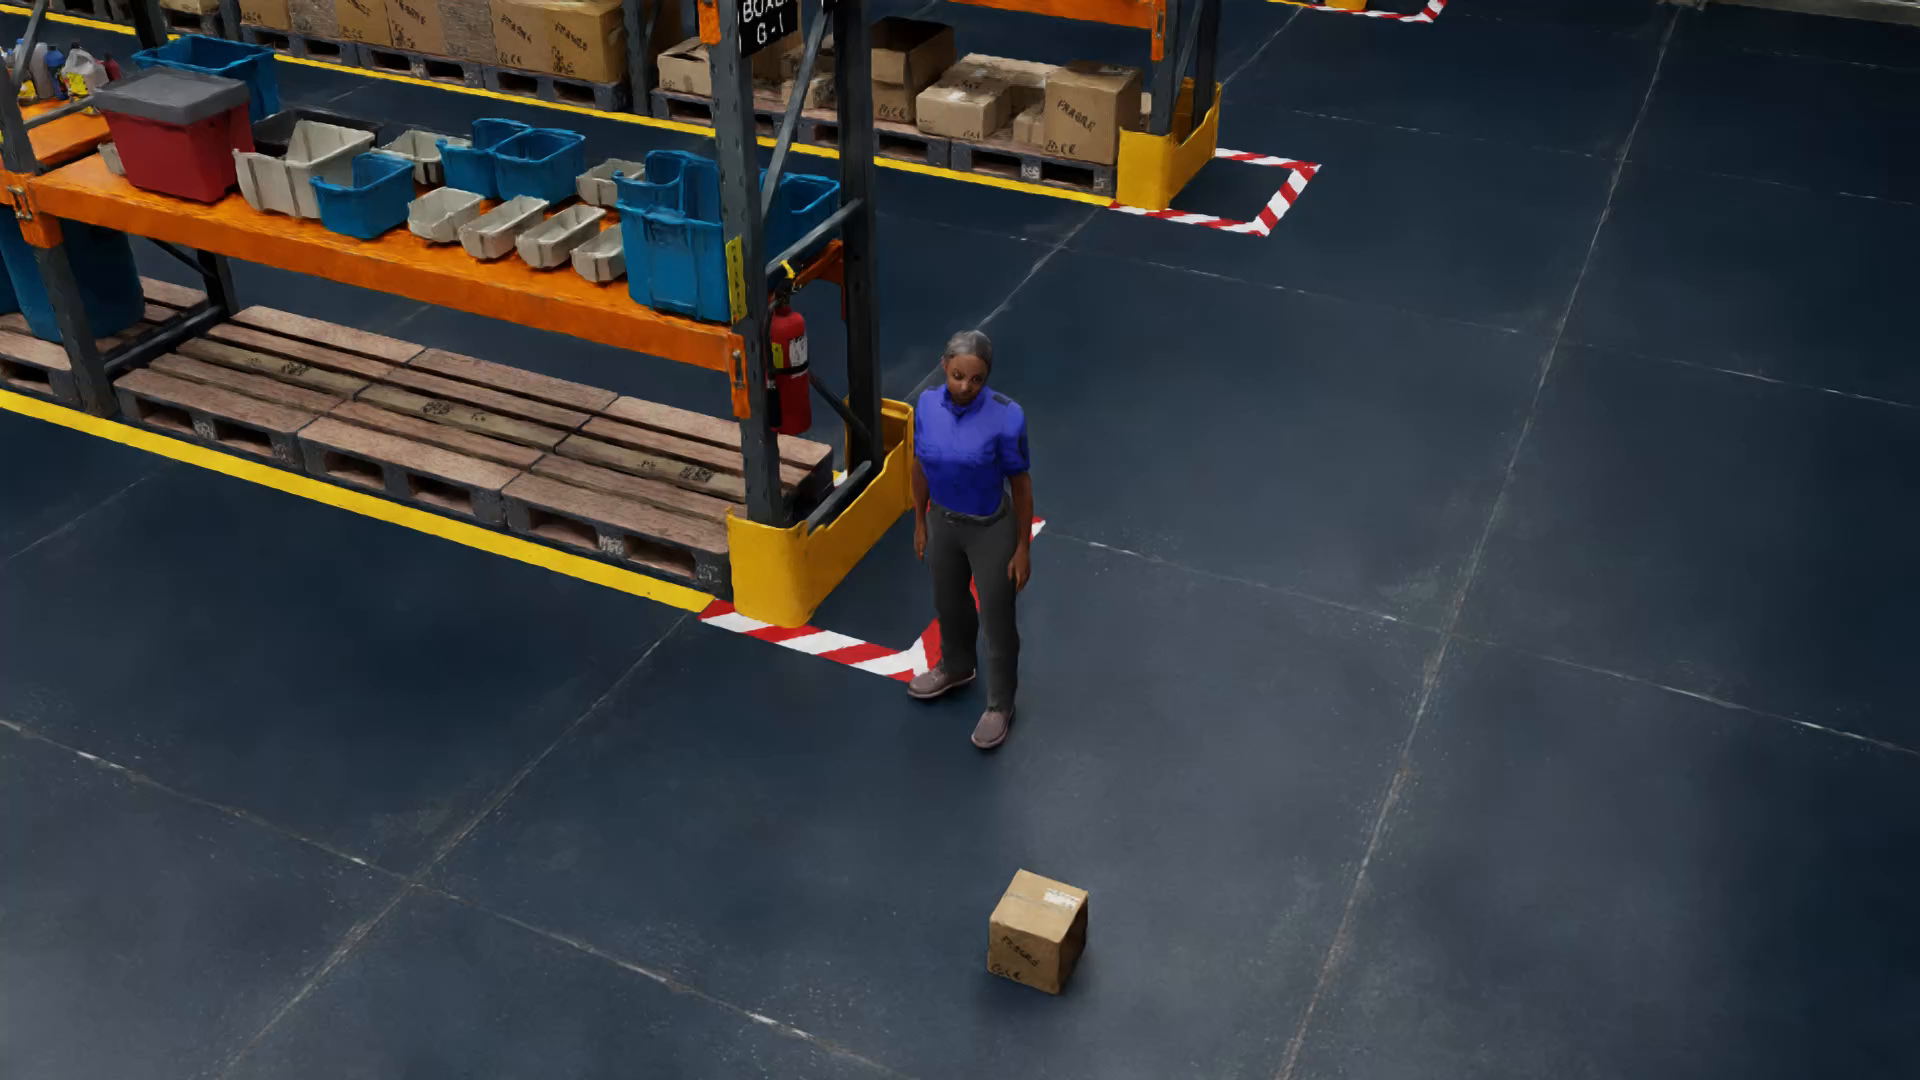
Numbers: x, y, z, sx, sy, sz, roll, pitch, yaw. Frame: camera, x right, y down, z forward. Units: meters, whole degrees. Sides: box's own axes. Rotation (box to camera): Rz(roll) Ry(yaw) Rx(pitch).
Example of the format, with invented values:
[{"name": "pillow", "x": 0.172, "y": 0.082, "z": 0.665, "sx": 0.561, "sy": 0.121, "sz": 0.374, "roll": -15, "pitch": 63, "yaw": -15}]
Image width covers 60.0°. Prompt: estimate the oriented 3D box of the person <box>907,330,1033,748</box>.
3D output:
[{"name": "person", "x": 0.022, "y": -0.020, "z": 6.131, "sx": 0.522, "sy": 1.663, "sz": 0.406, "roll": 18, "pitch": 38, "yaw": 25}]
